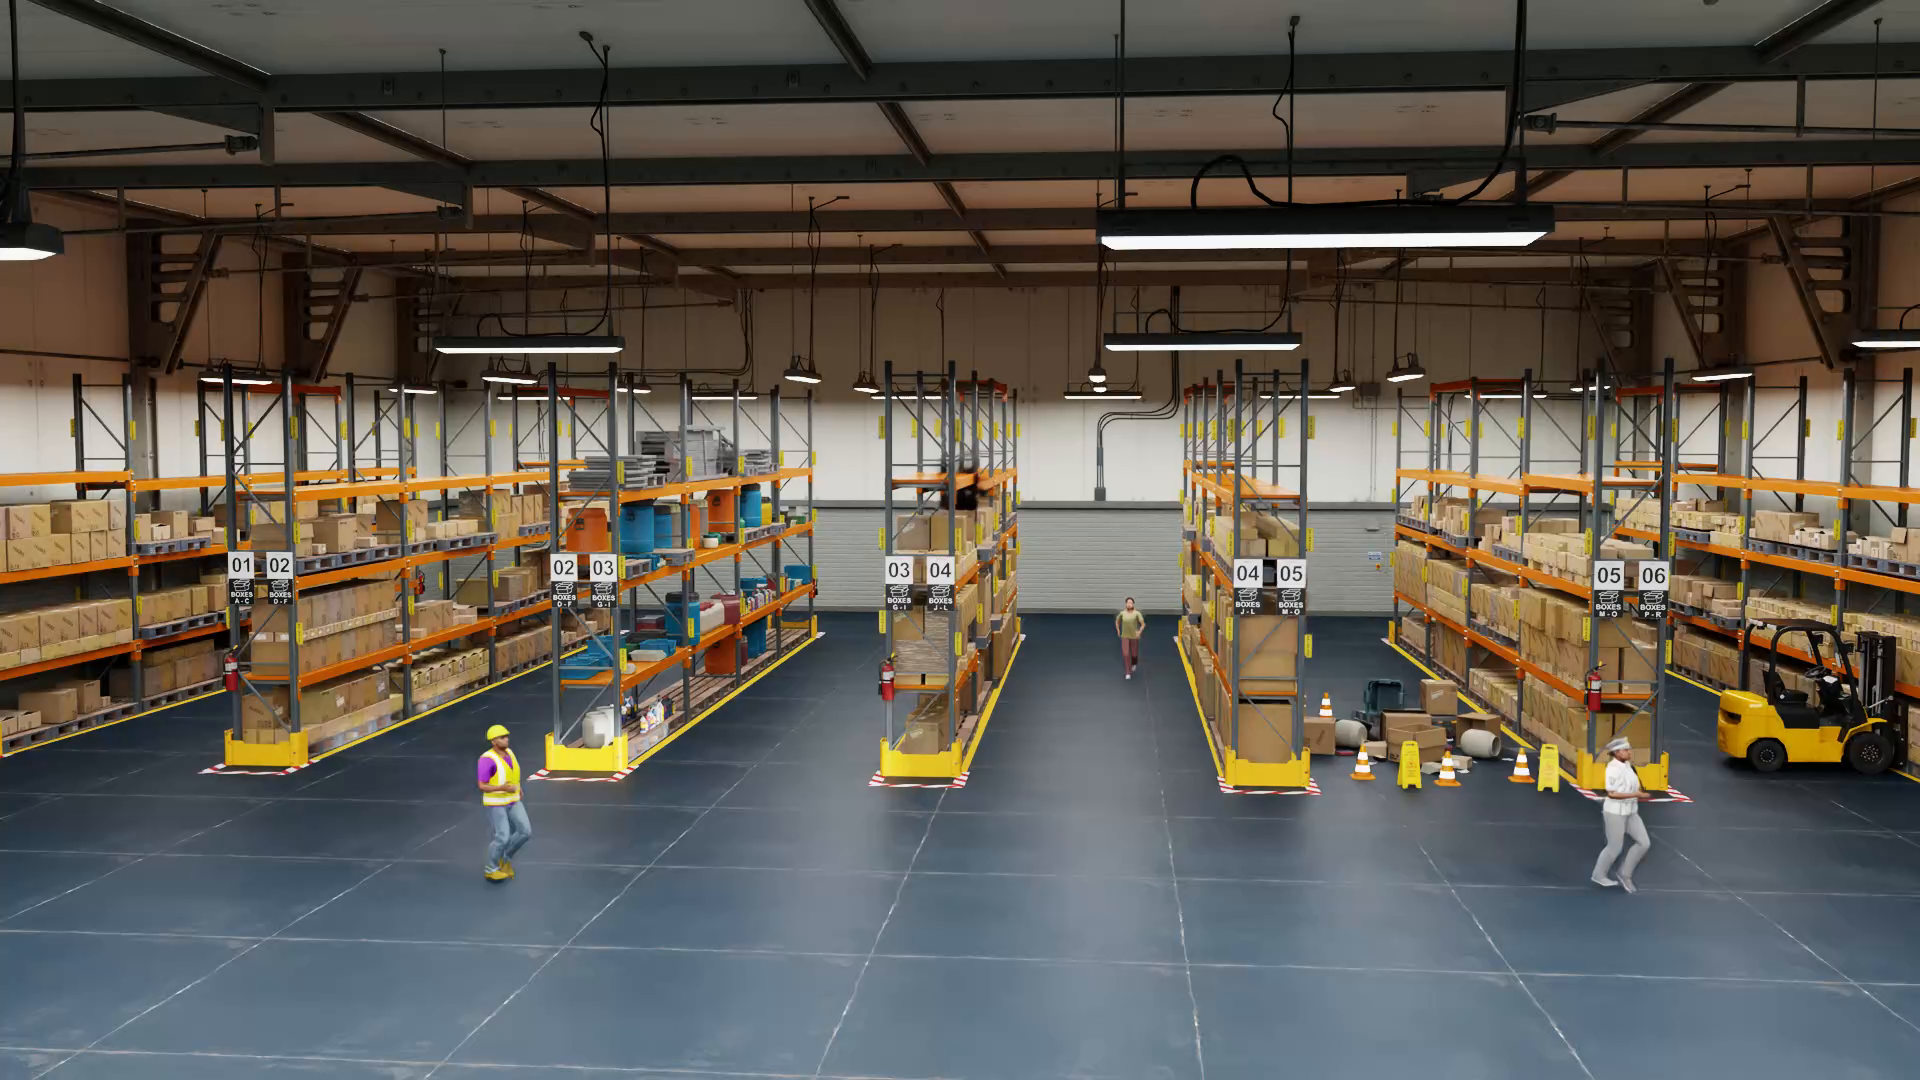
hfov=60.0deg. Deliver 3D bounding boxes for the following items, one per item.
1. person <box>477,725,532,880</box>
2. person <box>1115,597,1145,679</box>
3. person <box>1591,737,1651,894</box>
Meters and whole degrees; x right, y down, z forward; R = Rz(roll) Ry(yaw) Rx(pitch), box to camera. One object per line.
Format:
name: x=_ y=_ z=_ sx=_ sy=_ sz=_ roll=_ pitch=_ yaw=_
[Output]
person: x=-5.020 y=2.917 z=18.418 sx=0.620 sy=1.745 sz=0.681 roll=2 pitch=4 yaw=27
person: x=3.434 y=1.974 z=33.636 sx=0.616 sy=1.623 sz=0.769 roll=1 pitch=4 yaw=10
person: x=7.189 y=2.985 z=18.000 sx=0.555 sy=1.726 sz=0.665 roll=-3 pitch=5 yaw=-37
